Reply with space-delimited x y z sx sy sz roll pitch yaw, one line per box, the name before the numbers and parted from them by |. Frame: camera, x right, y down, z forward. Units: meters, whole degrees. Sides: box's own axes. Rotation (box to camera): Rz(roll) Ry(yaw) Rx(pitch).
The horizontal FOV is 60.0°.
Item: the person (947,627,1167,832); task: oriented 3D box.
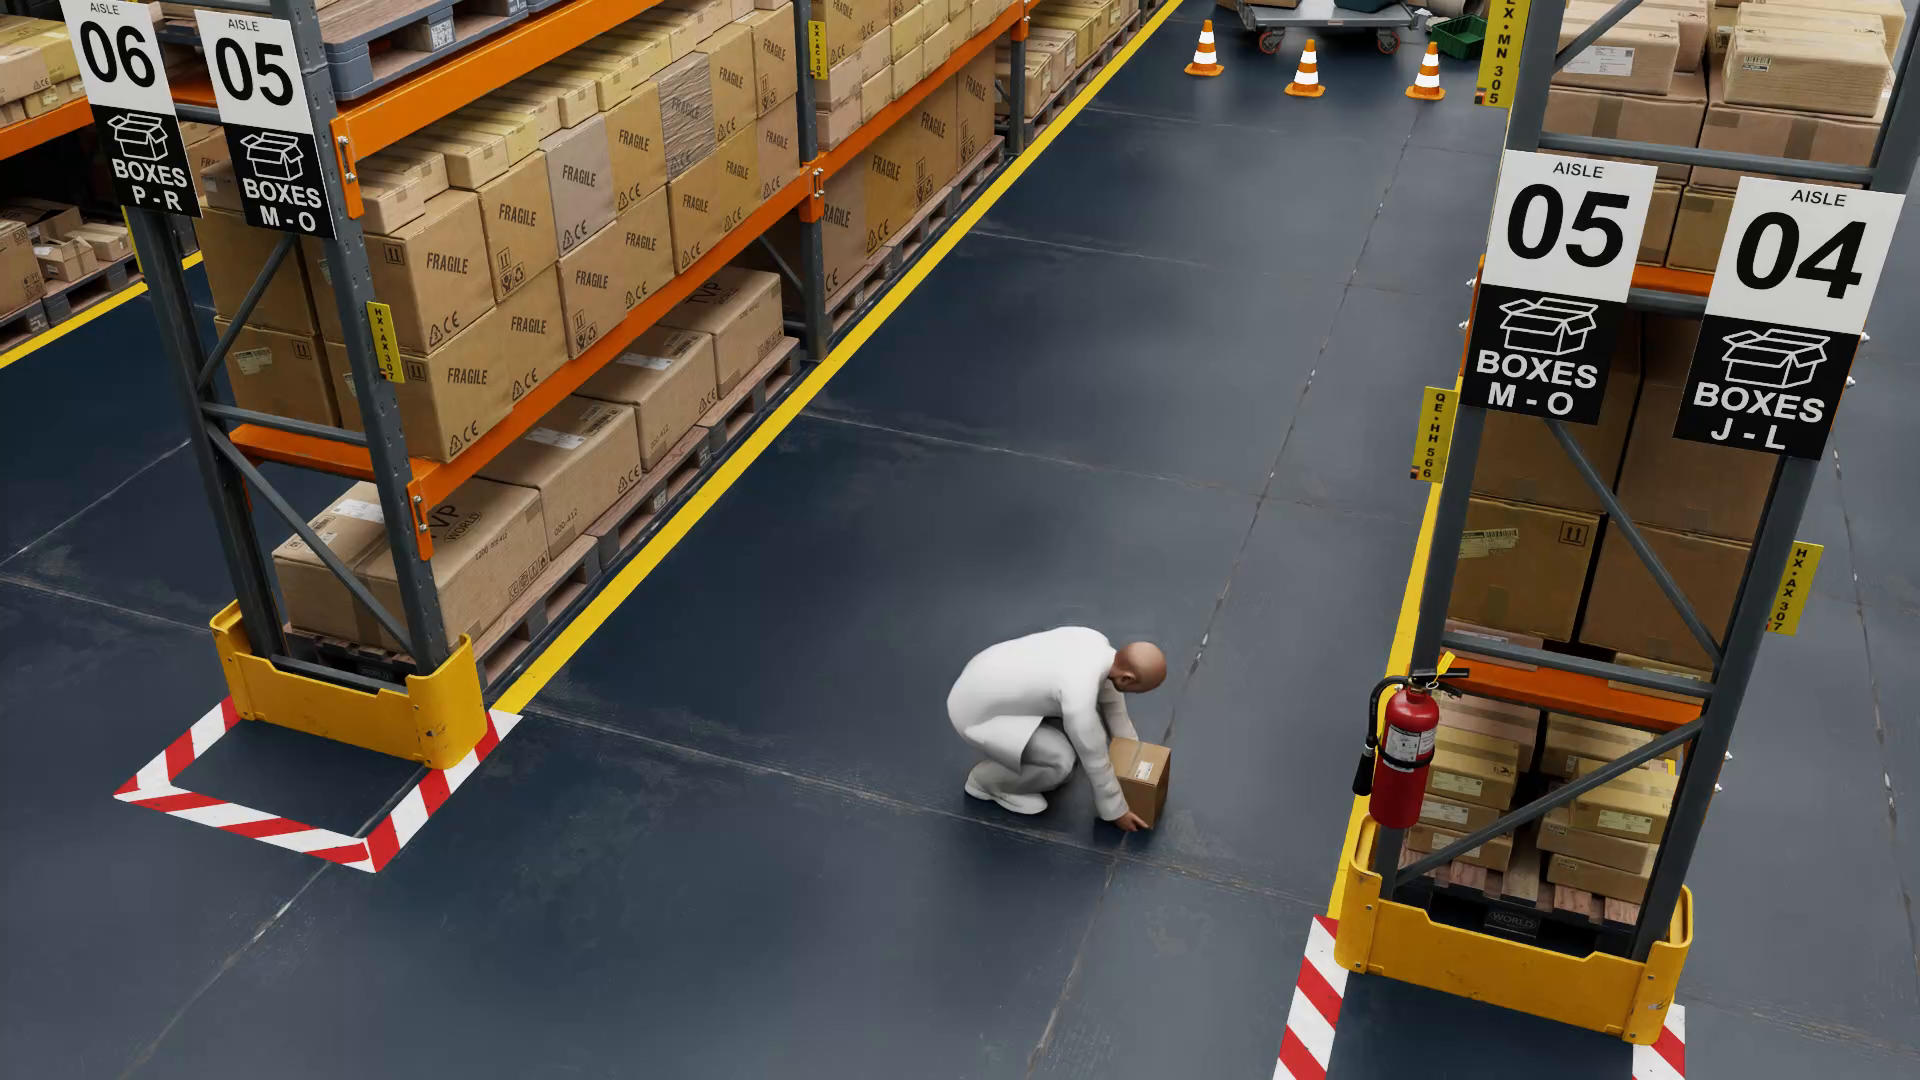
person | 7.789 -1.359 10.278 12.265 0.859 12.922 11 34 16
